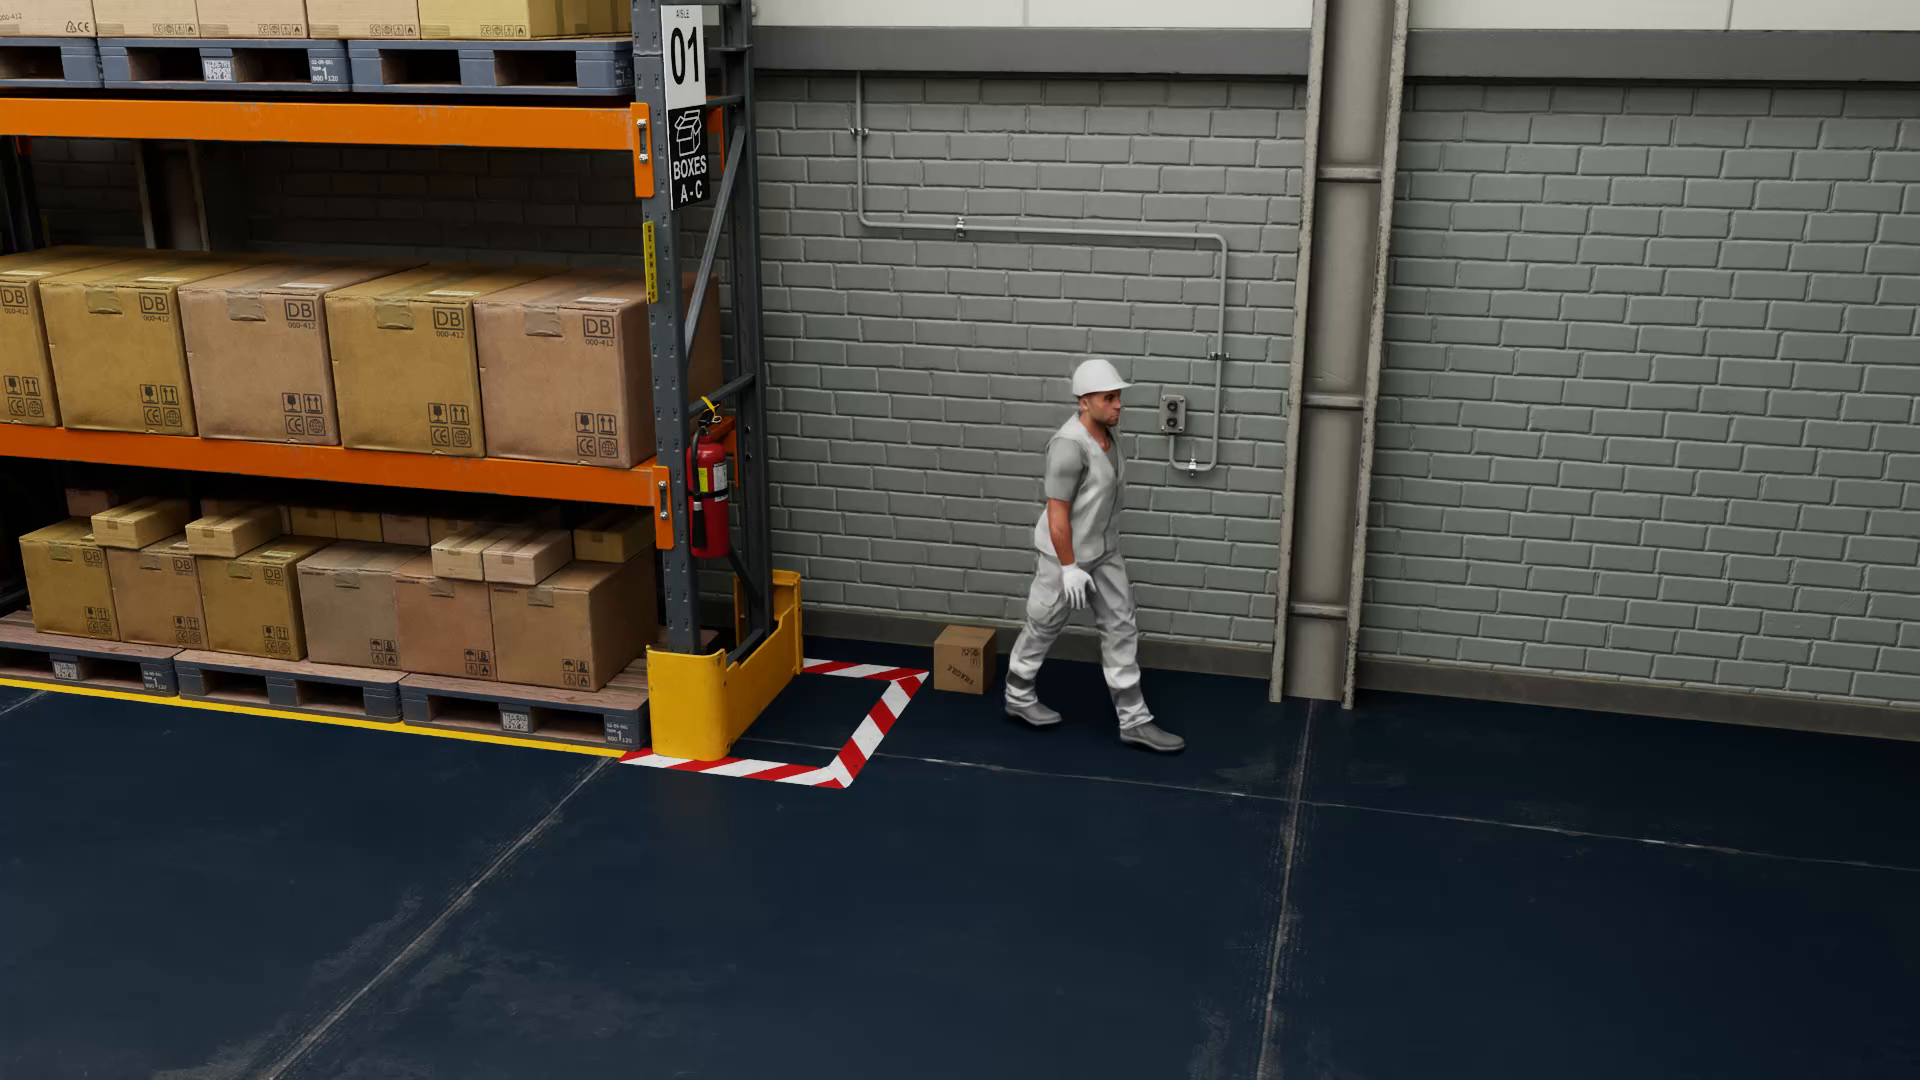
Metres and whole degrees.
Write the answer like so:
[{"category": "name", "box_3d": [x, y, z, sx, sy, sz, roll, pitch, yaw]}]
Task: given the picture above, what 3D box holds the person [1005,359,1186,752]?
[{"category": "person", "box_3d": [0.566, 0.064, 7.299, 0.860, 1.755, 0.576, 14, 22, 36]}]
